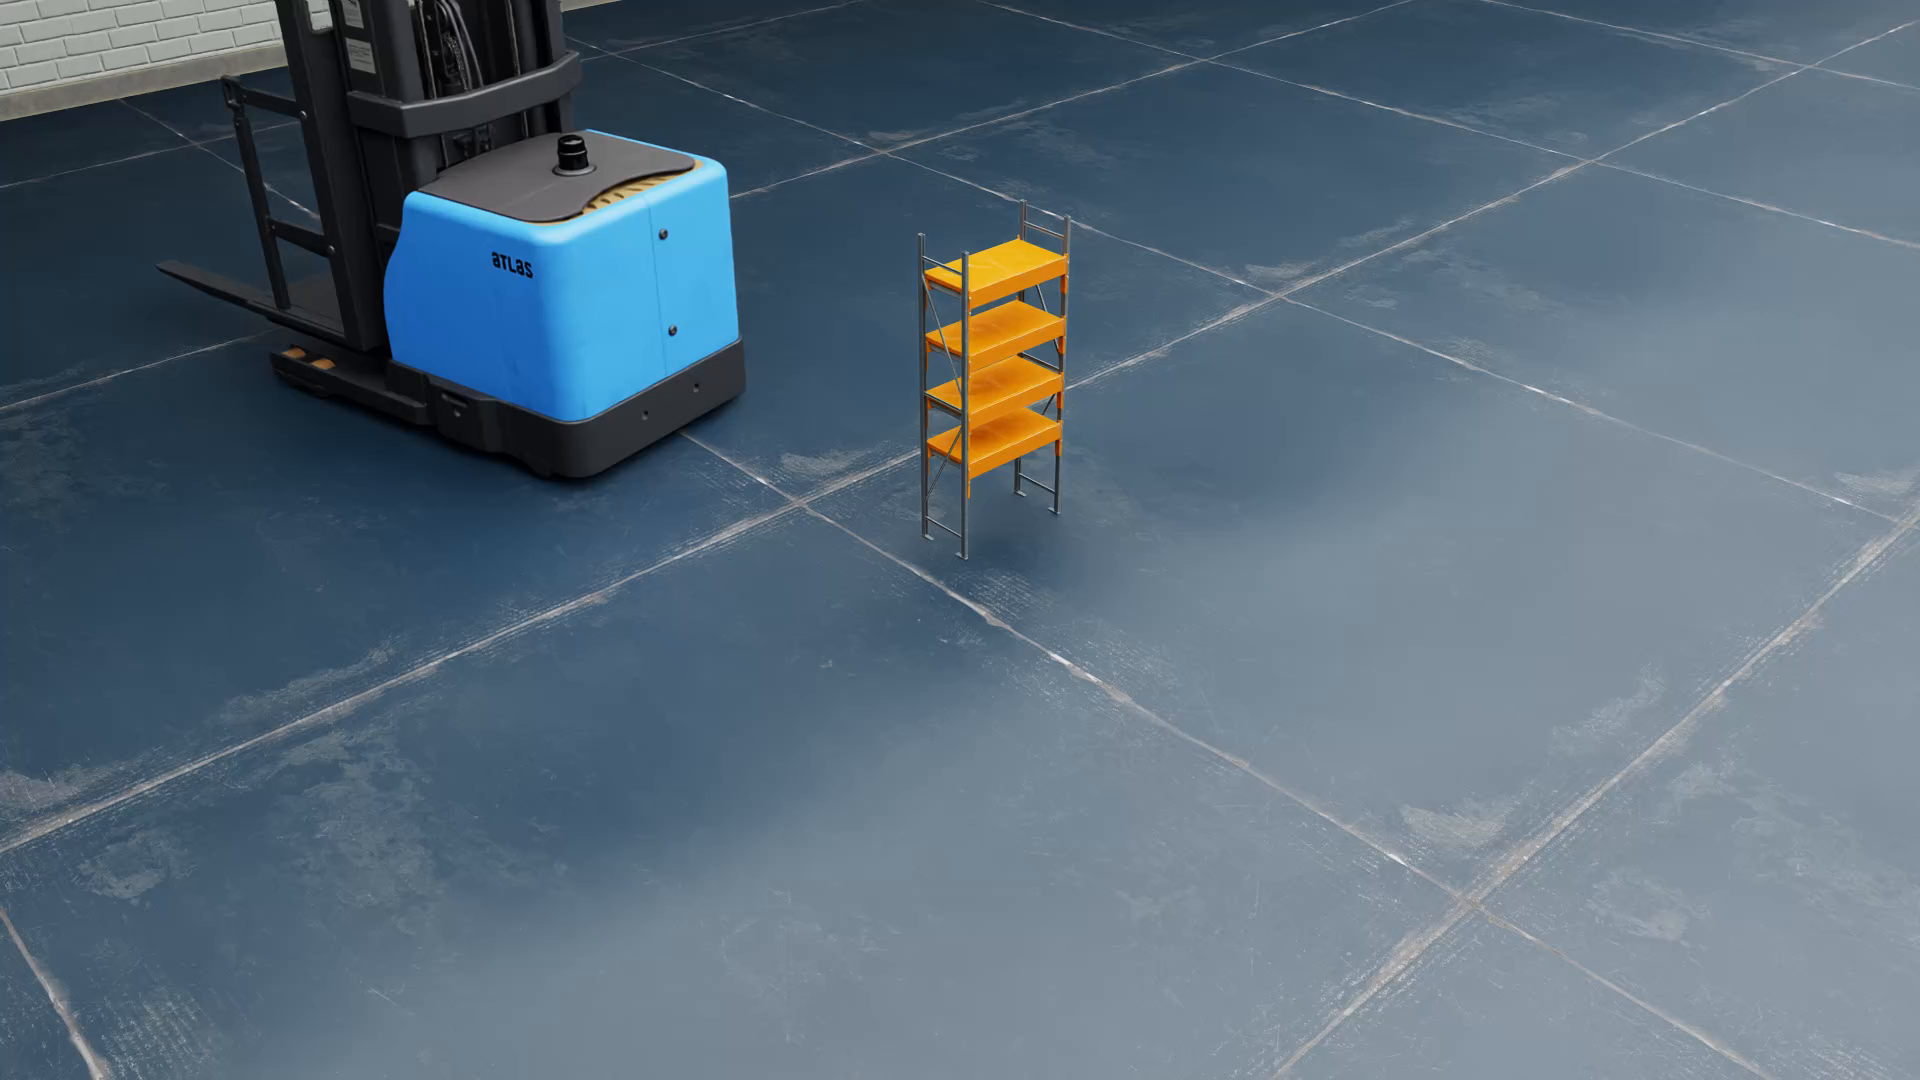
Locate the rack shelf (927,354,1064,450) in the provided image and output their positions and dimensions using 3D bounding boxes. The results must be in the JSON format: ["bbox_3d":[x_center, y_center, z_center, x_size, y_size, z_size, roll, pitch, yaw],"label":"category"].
[{"bbox_3d":[0.121,-0.513,6.068,0.480,0.148,0.258,-26,40,-35],"label":"rack shelf"}]

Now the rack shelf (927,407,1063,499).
[{"bbox_3d":[0.121,-0.344,6.172,0.480,0.148,0.258,-26,40,-35],"label":"rack shelf"}]

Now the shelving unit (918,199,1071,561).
[{"bbox_3d":[0.121,-0.571,6.033,0.503,1.200,0.258,-26,40,-35],"label":"shelving unit"}]

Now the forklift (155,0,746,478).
[{"bbox_3d":[-2.429,-2.082,6.845,3.031,2.935,1.130,20,36,29],"label":"forklift"}]

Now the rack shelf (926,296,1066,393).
[{"bbox_3d":[0.121,-0.704,5.951,0.480,0.148,0.258,-26,40,-35],"label":"rack shelf"}]

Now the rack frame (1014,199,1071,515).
[{"bbox_3d":[0.300,-0.657,6.175,0.015,1.200,0.240,-26,40,-35],"label":"rack frame"}]

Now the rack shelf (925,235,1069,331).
[{"bbox_3d":[0.121,-0.906,5.828,0.480,0.148,0.258,-26,40,-35],"label":"rack shelf"}]

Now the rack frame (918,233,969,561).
[{"bbox_3d":[-0.058,-0.484,5.891,0.015,1.200,0.240,-26,40,-35],"label":"rack frame"}]
